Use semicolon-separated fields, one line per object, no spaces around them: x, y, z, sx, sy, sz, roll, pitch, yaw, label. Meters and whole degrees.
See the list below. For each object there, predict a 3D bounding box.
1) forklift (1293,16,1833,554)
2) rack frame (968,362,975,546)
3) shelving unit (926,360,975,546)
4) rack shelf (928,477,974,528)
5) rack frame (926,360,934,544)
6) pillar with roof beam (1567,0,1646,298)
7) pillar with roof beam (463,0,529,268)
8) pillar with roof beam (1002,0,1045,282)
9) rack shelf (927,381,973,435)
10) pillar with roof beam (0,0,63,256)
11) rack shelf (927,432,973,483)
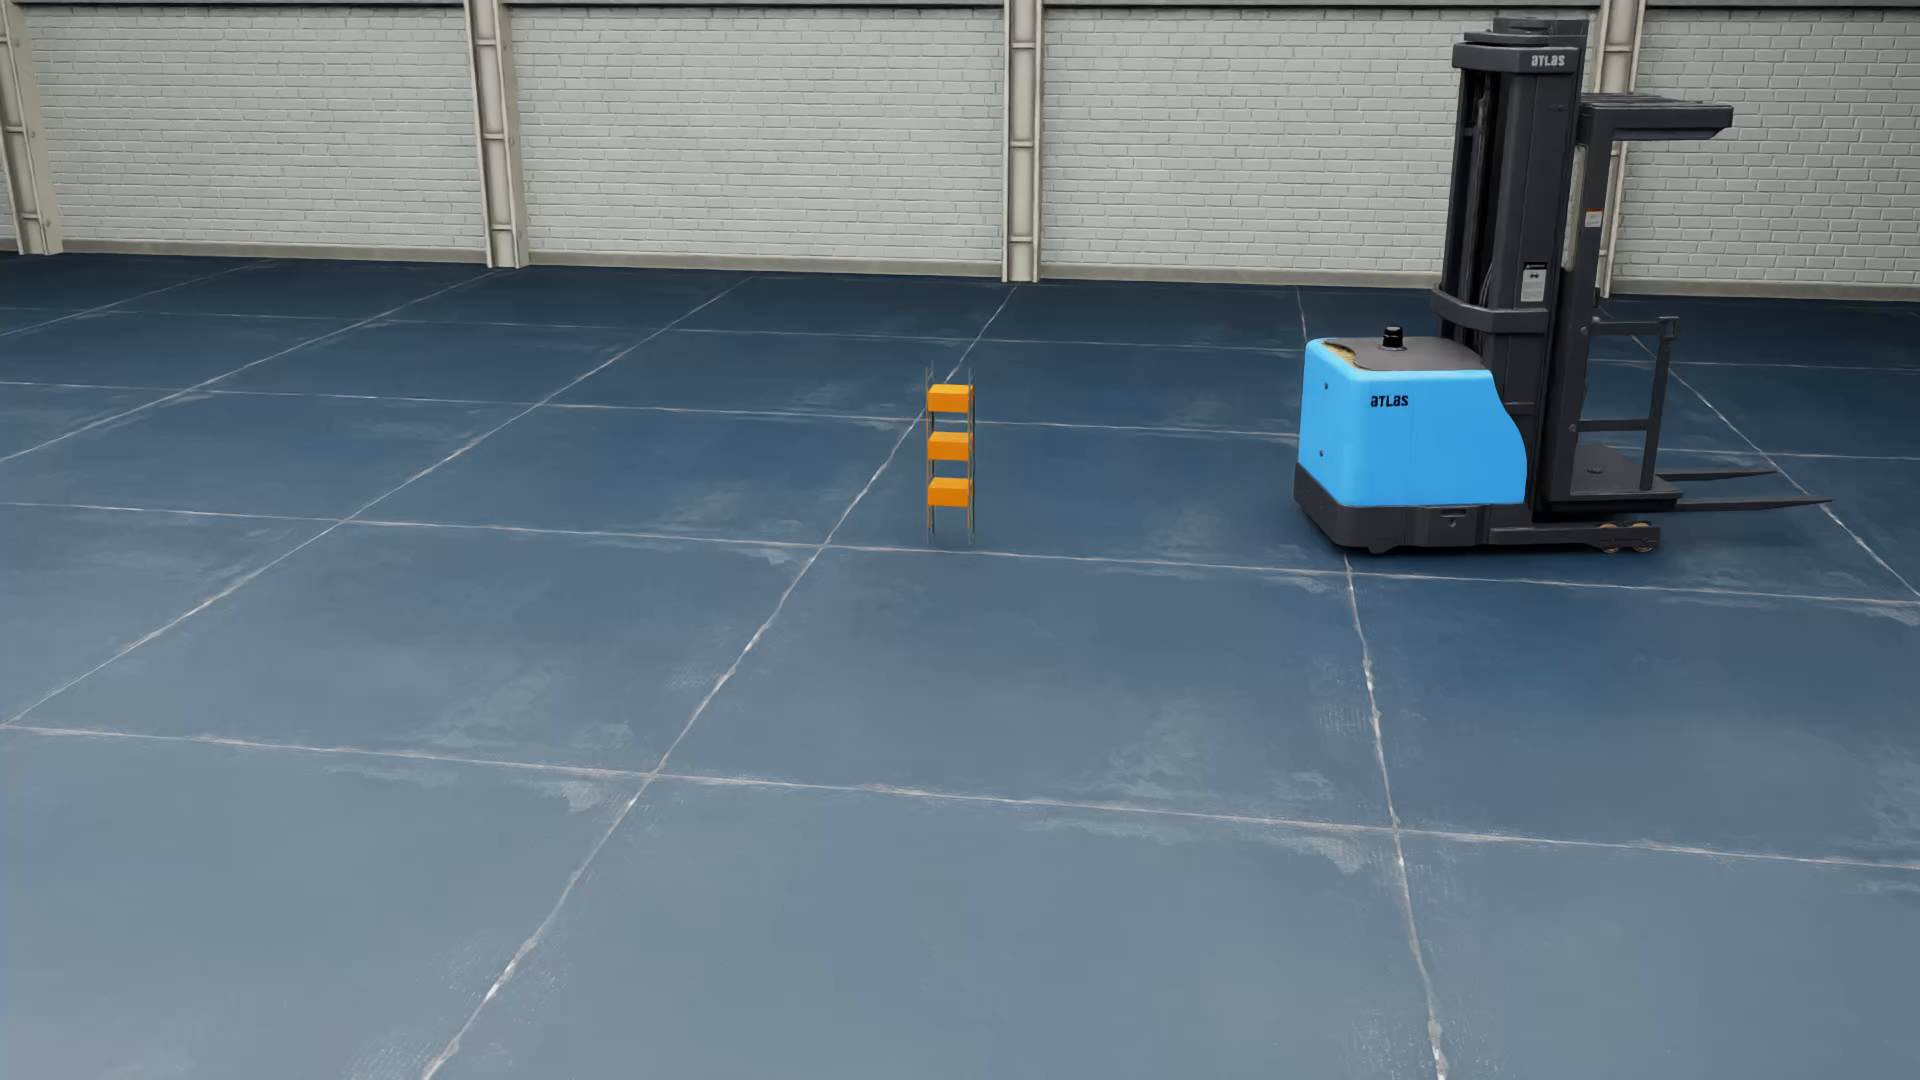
3.619;-1.482;9.613;3.031;2.935;1.130;-1;19;-4;forklift
0.068;-0.494;9.626;0.008;1.050;0.200;3;19;9;rack frame
-0.053;-0.501;9.645;0.252;1.050;0.215;3;19;9;shelving unit
-0.053;-0.227;9.736;0.240;0.259;0.215;3;19;9;rack shelf
-0.173;-0.507;9.663;0.008;1.050;0.200;3;19;9;rack frame
5.921;-5.503;12.069;0.400;9.000;9.100;3;19;9;pillar with roof beam
-5.927;-6.107;13.874;0.400;9.000;9.100;3;19;9;pillar with roof beam
-0.003;-5.805;12.971;0.400;9.000;9.100;3;19;9;pillar with roof beam
-0.053;-0.760;9.558;0.240;0.259;0.215;3;19;9;rack shelf
-11.851;-6.409;14.776;0.400;9.000;9.100;3;19;9;pillar with roof beam
-0.053;-0.491;9.648;0.240;0.259;0.215;3;19;9;rack shelf
